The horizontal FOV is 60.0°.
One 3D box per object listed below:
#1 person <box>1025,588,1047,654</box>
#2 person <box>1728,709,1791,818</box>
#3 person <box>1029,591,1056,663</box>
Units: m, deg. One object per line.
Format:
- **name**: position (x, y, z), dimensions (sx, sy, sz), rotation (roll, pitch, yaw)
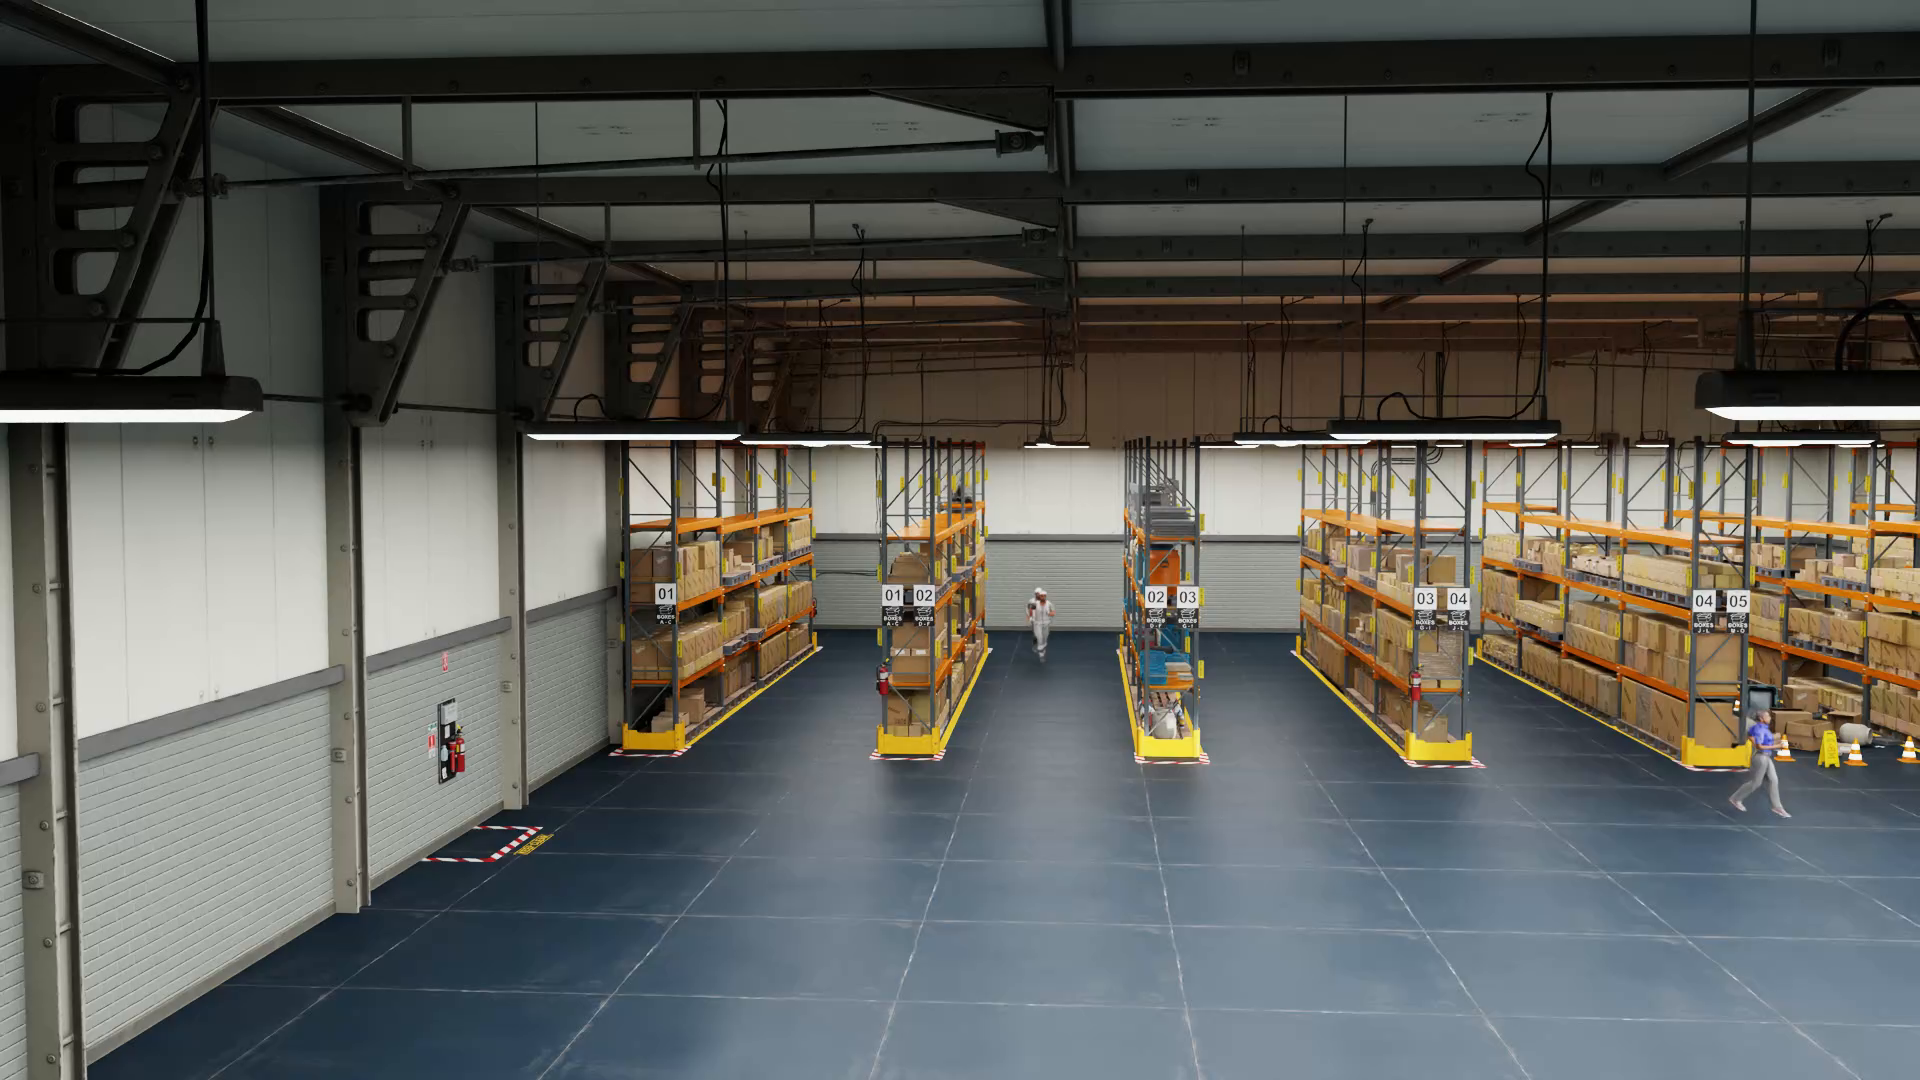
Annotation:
- **person**: position (2.096, 2.178, 44.746), dimensions (0.632, 1.789, 0.730), rotation (0, 3, -9)
- **person**: position (12.539, 3.482, 26.044), dimensions (0.883, 1.680, 0.574), rotation (2, 4, 36)
- **person**: position (2.135, 2.213, 42.963), dimensions (0.654, 1.830, 0.867), rotation (0, 3, -5)
